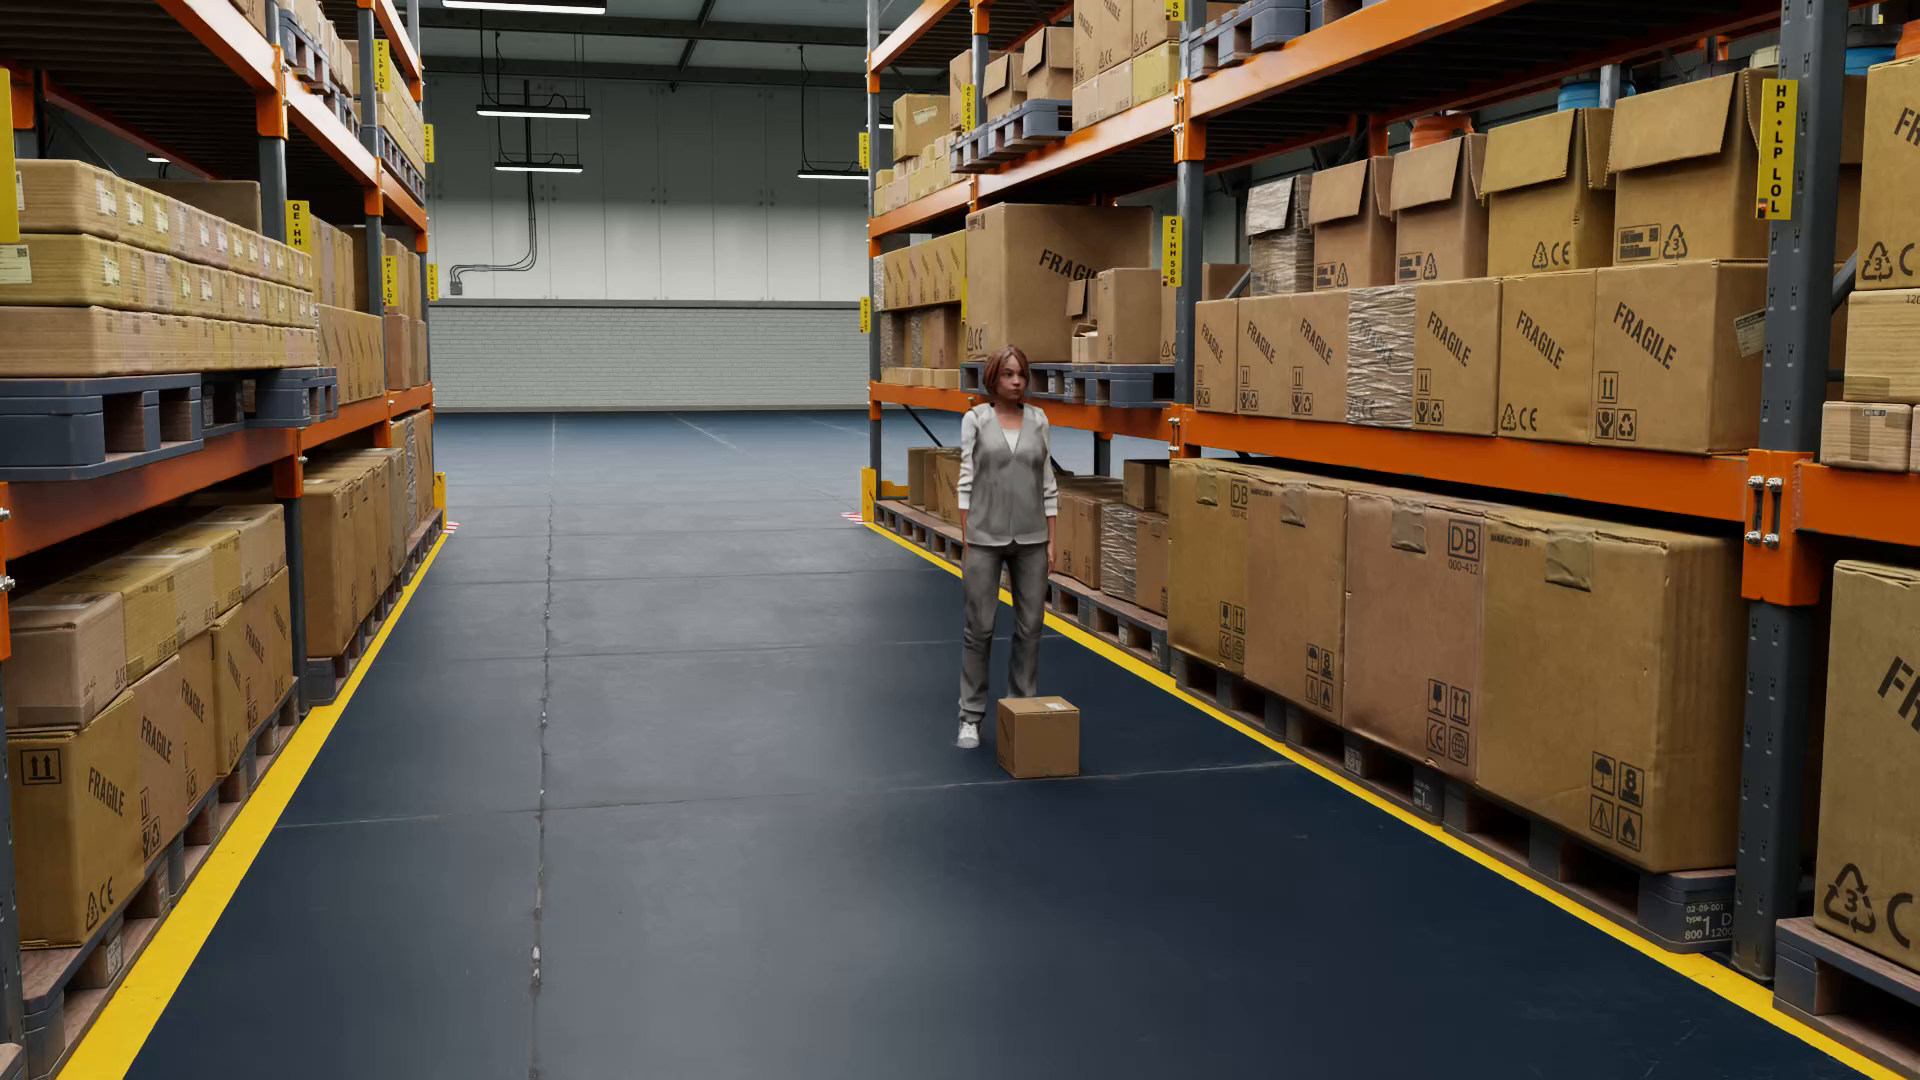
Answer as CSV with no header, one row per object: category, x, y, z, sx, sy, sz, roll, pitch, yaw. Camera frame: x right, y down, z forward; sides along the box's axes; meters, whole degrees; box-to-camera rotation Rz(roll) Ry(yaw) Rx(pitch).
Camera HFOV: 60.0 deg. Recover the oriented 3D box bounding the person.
person,0.191,0.040,6.656,0.420,1.633,0.323,-1,6,-12
